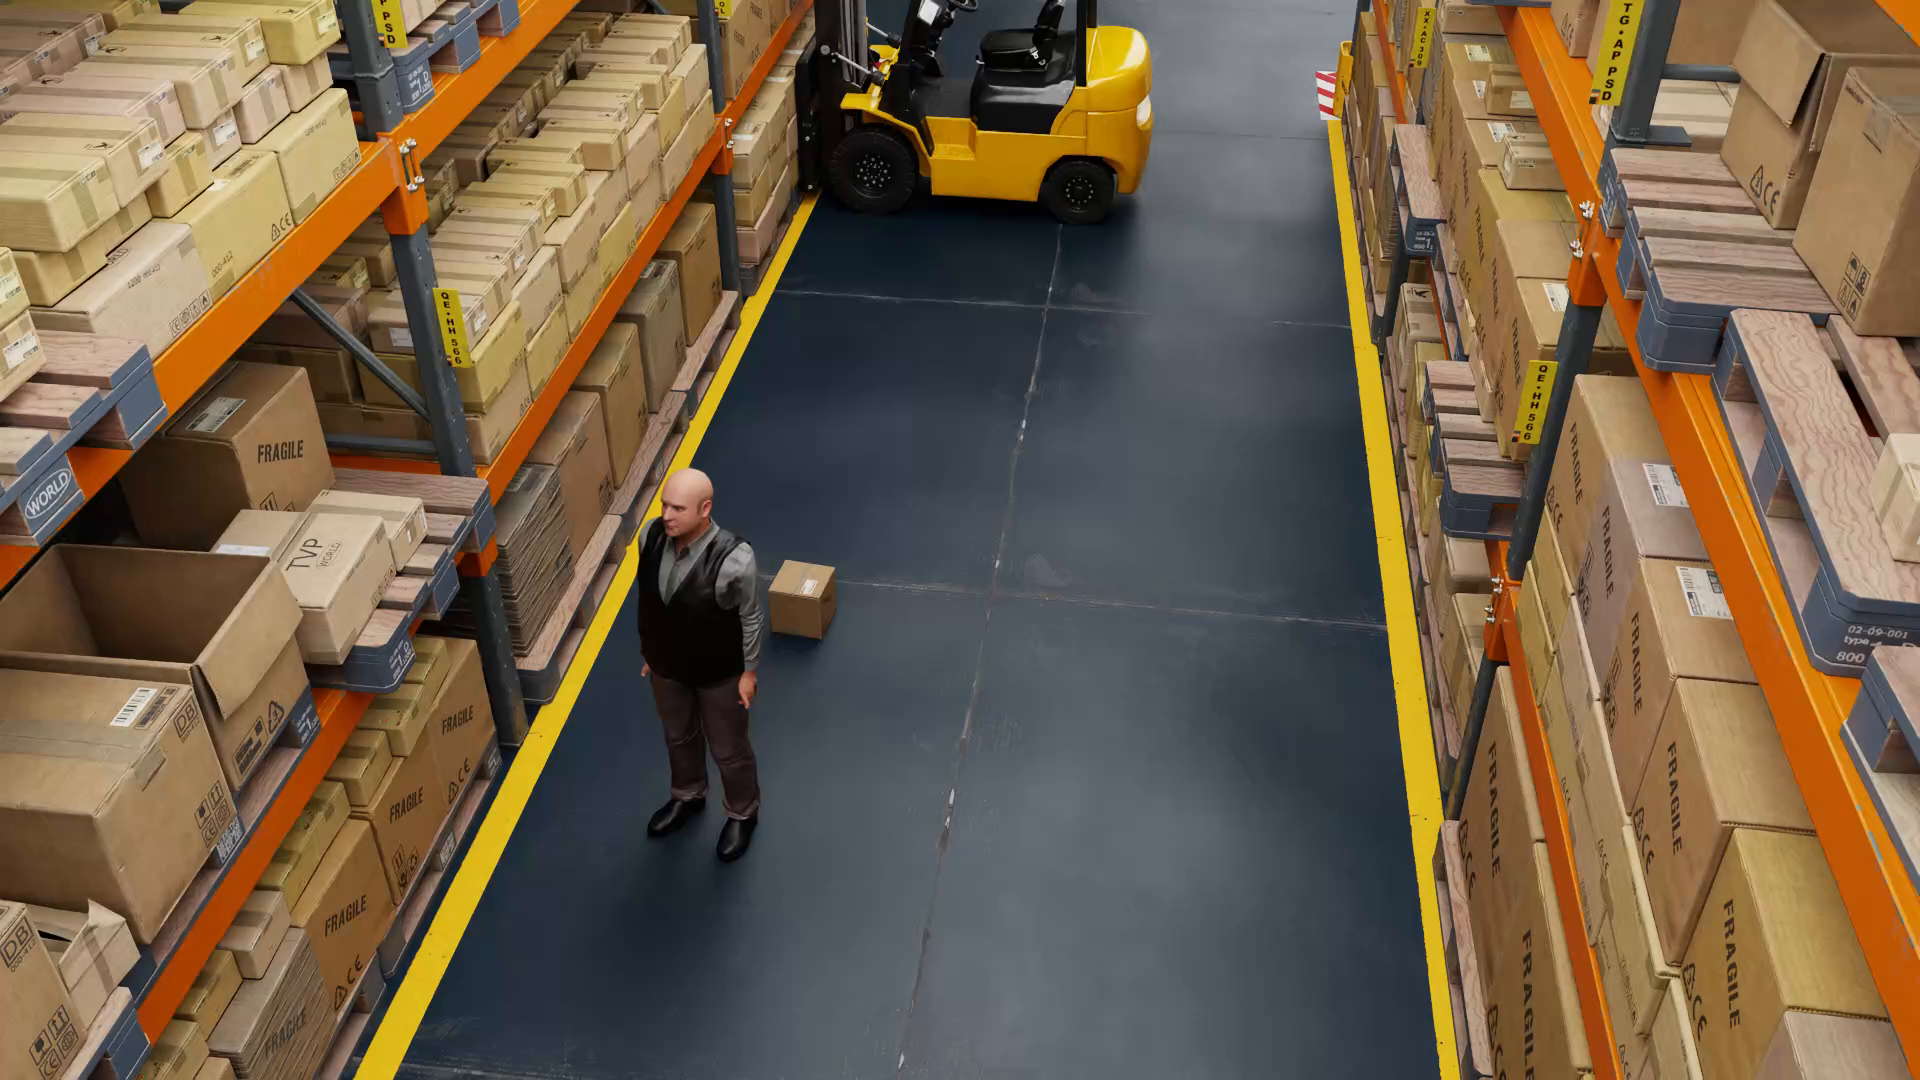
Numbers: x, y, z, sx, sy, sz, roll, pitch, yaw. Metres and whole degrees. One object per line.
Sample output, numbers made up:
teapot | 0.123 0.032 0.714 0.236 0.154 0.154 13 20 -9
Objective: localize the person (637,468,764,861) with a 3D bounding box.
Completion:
person | -1.005 0.481 6.397 0.524 1.723 0.368 15 38 20
